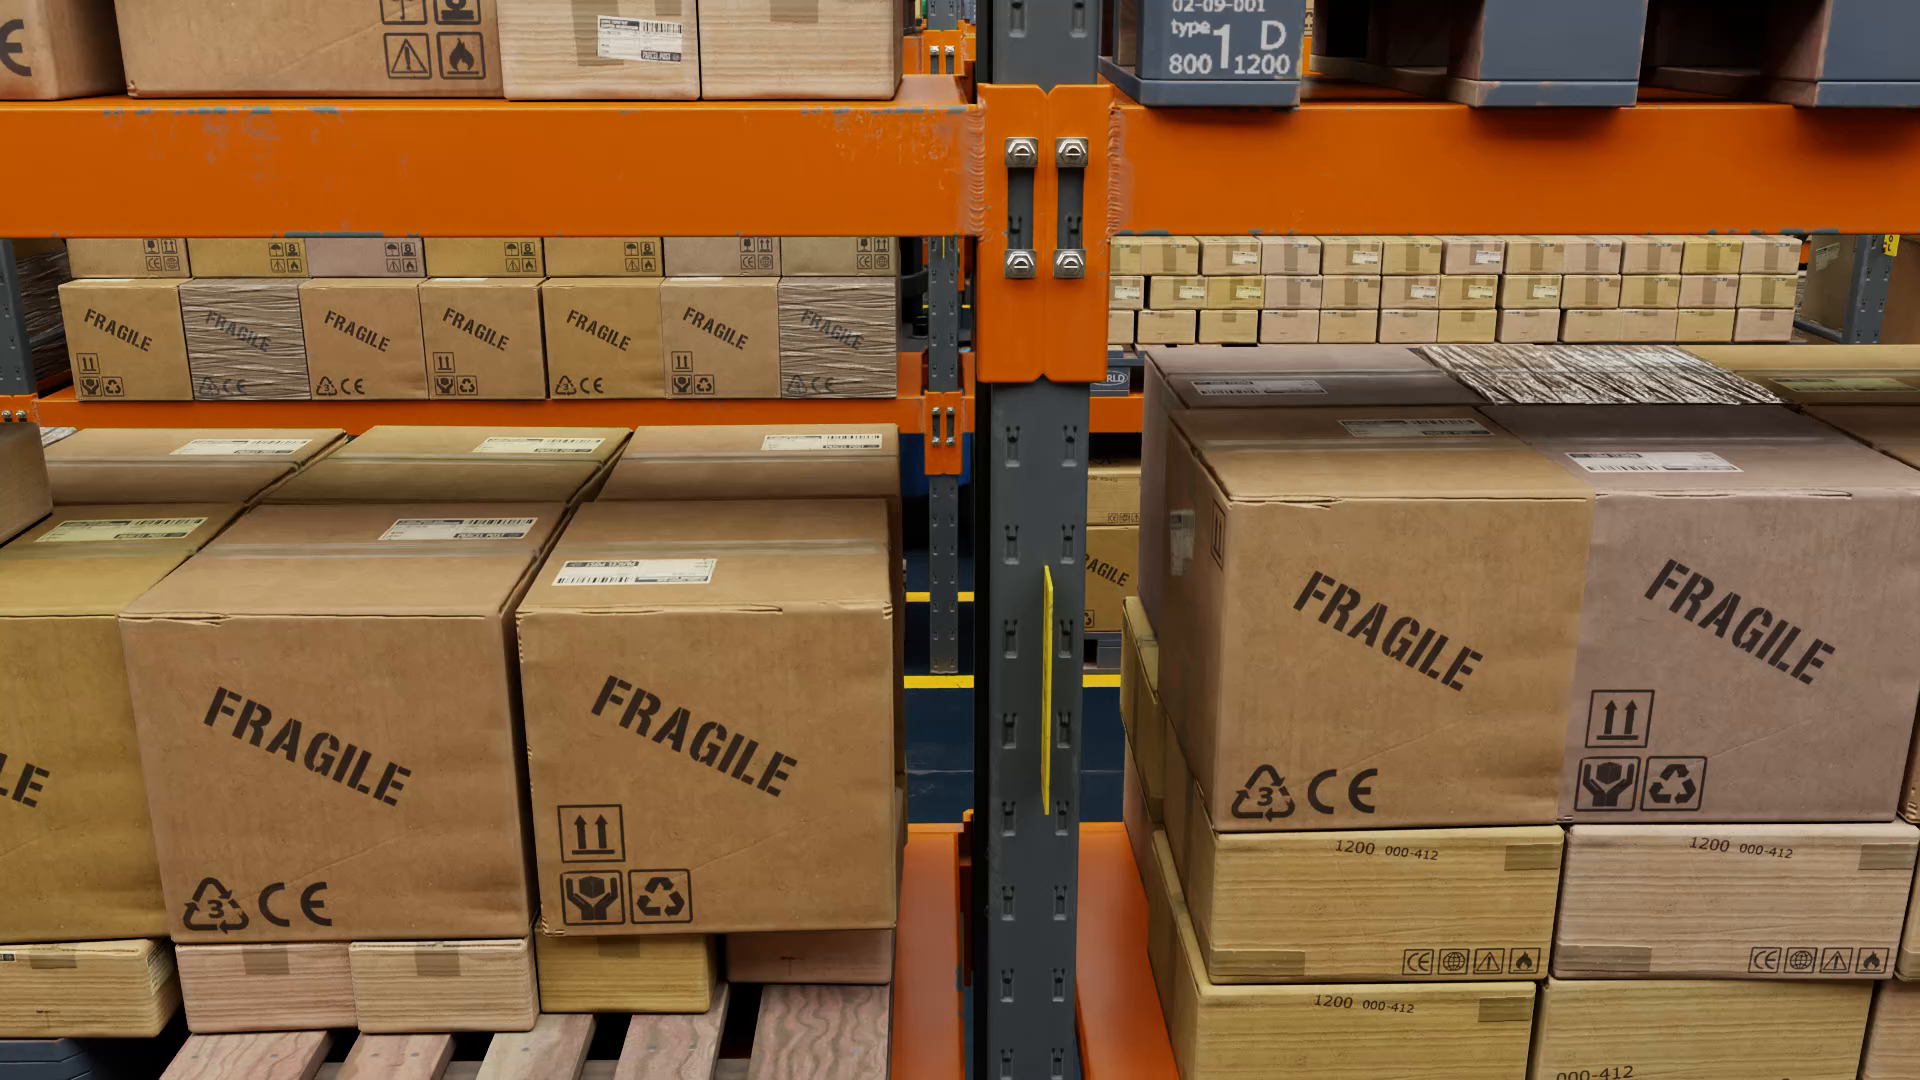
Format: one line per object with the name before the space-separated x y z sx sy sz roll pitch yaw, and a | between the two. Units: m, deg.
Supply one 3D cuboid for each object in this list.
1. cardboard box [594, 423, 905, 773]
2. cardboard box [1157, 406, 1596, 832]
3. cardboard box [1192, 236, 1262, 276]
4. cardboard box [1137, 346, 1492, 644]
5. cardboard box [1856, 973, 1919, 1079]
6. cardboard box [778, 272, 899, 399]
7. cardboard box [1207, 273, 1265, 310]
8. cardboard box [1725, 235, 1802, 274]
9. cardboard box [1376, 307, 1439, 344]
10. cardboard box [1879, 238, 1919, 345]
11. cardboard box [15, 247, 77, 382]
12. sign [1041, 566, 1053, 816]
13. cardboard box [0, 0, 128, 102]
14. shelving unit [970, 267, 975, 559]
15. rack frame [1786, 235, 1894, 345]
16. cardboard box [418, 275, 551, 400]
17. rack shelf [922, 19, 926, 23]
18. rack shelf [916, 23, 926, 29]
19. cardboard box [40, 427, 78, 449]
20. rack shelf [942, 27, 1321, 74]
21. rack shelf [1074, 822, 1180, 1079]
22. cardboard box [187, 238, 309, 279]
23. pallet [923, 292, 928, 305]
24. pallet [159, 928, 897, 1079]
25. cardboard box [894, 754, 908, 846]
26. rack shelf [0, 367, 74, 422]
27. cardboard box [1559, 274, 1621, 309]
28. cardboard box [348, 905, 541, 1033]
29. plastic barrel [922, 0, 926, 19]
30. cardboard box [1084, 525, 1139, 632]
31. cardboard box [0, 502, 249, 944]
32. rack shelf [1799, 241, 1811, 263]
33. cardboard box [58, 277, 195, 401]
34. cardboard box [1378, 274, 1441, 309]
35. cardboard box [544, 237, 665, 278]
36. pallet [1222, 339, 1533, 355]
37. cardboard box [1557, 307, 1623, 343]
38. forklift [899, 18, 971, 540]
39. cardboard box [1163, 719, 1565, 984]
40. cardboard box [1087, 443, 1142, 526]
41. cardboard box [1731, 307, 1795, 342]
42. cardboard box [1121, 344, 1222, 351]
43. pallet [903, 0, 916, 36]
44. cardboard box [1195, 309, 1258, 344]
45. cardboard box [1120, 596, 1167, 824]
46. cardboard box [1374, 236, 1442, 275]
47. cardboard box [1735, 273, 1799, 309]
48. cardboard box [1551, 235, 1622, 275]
cardboard box | -0.355 0.093 3.009 0.500 0.500 0.500 -1 18 -2
cardboard box | 0.596 0.099 2.527 0.500 0.500 0.500 -1 18 -3
cardboard box | 1.163 -1.270 7.347 0.250 0.149 0.380 -1 18 -3
cardboard box | 0.611 -0.055 3.009 0.500 0.500 0.500 -1 18 -2
cardboard box | 1.630 0.688 2.738 0.500 0.250 0.500 0 18 1
cardboard box | -0.527 -0.924 7.354 0.500 0.500 0.500 0 18 -1
cardboard box | 1.196 -1.129 7.394 0.250 0.149 0.380 0 18 -1
cardboard box | 3.521 -1.282 7.383 0.250 0.149 0.380 1 18 2
cardboard box | 1.956 -0.989 7.445 0.250 0.149 0.380 -1 18 -3
cardboard box | 4.418 -1.095 7.398 0.500 0.500 0.500 -1 18 -2
cardboard box | -4.449 -1.007 7.532 0.550 0.550 0.875 0 18 -1
sign | 0.117 0.203 2.239 0.005 0.325 0.100 0 18 -1
cardboard box | -1.426 -0.911 2.396 0.637 0.503 0.797 0 18 -1
shelving unit | 0.312 -0.955 9.088 0.503 2.100 0.431 0 18 0
rack frame | 3.919 -0.980 7.692 0.127 3.000 1.000 0 18 -1
cardboard box | -2.038 -0.916 7.329 0.500 0.500 0.500 0 18 0
rack shelf | -2.136 -5.065 16.693 4.000 0.370 1.077 0 18 -1
rack shelf | -2.058 -3.552 11.977 4.000 0.370 1.077 0 18 -1
cardboard box | -1.907 0.102 2.980 0.500 0.500 0.500 -1 18 -3
rack shelf | 1.919 -2.056 7.313 4.000 0.370 1.077 0 18 -1
rack shelf | 2.098 0.884 3.060 4.000 0.370 1.077 0 18 -1
cardboard box | -3.070 -1.472 7.426 0.500 0.500 0.700 -1 18 -2
pallet | -0.911 -2.669 17.522 1.213 0.211 1.003 0 18 -1
pallet | -0.612 0.678 2.837 1.003 0.211 1.213 0 18 -1
cardboard box | -0.229 0.415 3.067 0.250 0.149 0.380 -1 18 -4
rack shelf | -6.080 -0.589 7.651 4.000 0.370 1.077 0 18 -1
cardboard box | 2.739 -1.135 7.412 0.250 0.149 0.380 -1 18 -3
cardboard box | -0.744 0.582 2.546 0.250 0.149 0.380 0 18 -1
plastic barrel | -0.382 -5.326 16.584 0.294 0.245 0.294 0 18 0
cardboard box | 0.631 0.104 7.717 0.500 0.500 0.500 -1 18 -3
cardboard box | -1.373 0.257 2.497 0.500 0.500 0.500 -1 18 -5
rack shelf | 5.941 -2.162 12.555 4.000 0.370 1.077 0 18 -1
cardboard box | -3.550 -0.909 7.308 0.500 0.500 0.500 0 18 0
cardboard box | 1.963 -1.133 7.405 0.250 0.149 0.380 0 18 1
cardboard box | -1.548 -1.479 7.448 0.500 0.500 0.700 -1 18 -2
pallet | 1.898 -0.891 7.730 1.213 0.211 1.003 0 18 -1
cardboard box | 2.765 -0.995 7.462 0.250 0.149 0.380 -1 18 -4
forklift | -1.015 -1.751 10.208 3.031 2.935 1.130 17 24 42
cardboard box | 0.609 0.457 2.639 0.500 0.250 0.500 0 18 -1
cardboard box | 0.613 -0.257 7.615 0.500 0.250 0.500 -1 18 -3
cardboard box | 3.525 -0.998 7.471 0.250 0.149 0.380 -1 18 -2
cardboard box | 1.524 -1.663 12.612 0.875 0.875 1.225 0 18 -1
pallet | -0.724 -2.280 7.142 1.003 0.211 1.213 1 18 2
cardboard box | 1.178 -0.986 7.434 0.250 0.149 0.380 1 18 2
cardboard box | 0.579 0.304 3.116 0.500 0.250 0.500 0 18 -1
cardboard box | 1.948 -1.274 7.359 0.250 0.149 0.380 -1 18 -2
cardboard box | 3.524 -1.140 7.426 0.250 0.149 0.380 0 18 1
cardboard box | 2.731 -1.278 7.372 0.250 0.149 0.380 0 18 -1
